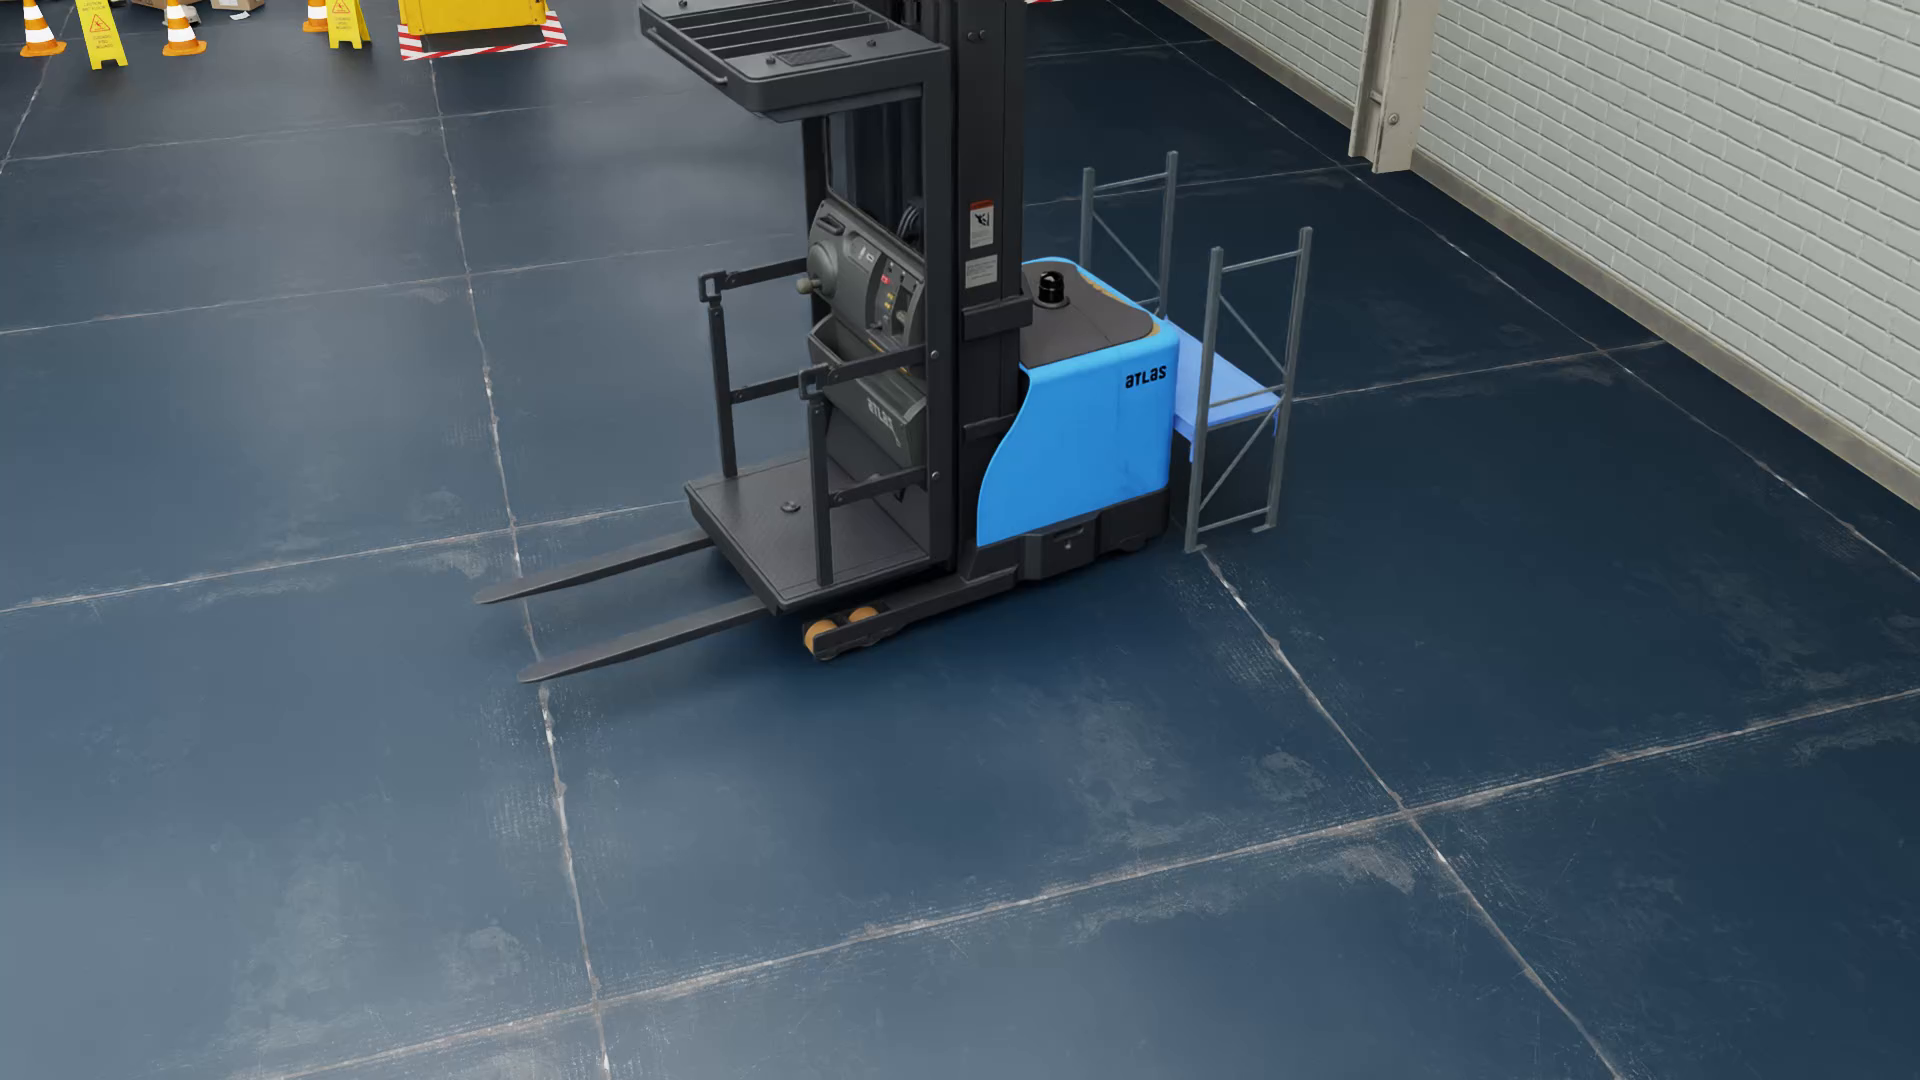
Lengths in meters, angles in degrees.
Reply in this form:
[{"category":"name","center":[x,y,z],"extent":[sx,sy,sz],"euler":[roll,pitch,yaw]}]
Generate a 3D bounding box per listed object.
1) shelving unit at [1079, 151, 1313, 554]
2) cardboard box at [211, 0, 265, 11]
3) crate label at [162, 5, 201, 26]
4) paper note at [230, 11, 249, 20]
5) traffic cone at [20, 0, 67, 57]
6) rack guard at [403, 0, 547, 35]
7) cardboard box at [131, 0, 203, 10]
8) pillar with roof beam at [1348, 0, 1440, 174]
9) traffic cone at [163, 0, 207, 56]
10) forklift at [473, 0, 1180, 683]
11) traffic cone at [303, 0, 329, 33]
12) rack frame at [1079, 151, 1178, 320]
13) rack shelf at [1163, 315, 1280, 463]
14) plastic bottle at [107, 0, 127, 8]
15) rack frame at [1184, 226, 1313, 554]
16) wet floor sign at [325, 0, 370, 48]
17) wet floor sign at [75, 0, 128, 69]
[{"category":"shelving unit","center":[1.027,-0.880,7.721],"extent":[0.538,1.500,1.048],"euler":[-16,37,-23]},{"category":"cardboard box","center":[-6.536,-4.899,15.029],"extent":[0.380,0.149,0.250],"euler":[7,34,10]},{"category":"crate label","center":[-6.824,-4.592,14.575],"extent":[0.298,0.136,0.250],"euler":[27,42,34]},{"category":"paper note","center":[-6.396,-4.663,14.779],"extent":[0.148,0.019,0.142],"euler":[-23,40,-31]},{"category":"traffic cone","center":[-7.705,-4.314,13.859],"extent":[0.336,0.463,0.334],"euler":[-10,35,-15]},{"category":"rack guard","center":[-4.235,-4.737,14.466],"extent":[1.175,0.500,0.348],"euler":[-10,35,-15]},{"category":"cardboard box","center":[-7.159,-5.195,15.156],"extent":[0.637,0.503,0.797],"euler":[19,38,26]},{"category":"pillar with roof beam","center":[-1.110,-5.723,8.248],"extent":[9.100,9.000,0.400],"euler":[-10,35,-15]},{"category":"traffic cone","center":[-6.525,-4.325,13.876],"extent":[0.336,0.463,0.334],"euler":[-10,35,-15]},{"category":"forklift","center":[-0.568,-1.052,6.684],"extent":[3.031,2.935,1.130],"euler":[-17,37,-24]},{"category":"traffic cone","center":[-5.572,-4.691,14.429],"extent":[0.336,0.463,0.334],"euler":[-10,35,-15]},{"category":"rack frame","center":[0.791,-1.128,8.097],"extent":[0.500,1.500,0.032],"euler":[-16,37,-23]},{"category":"rack shelf","center":[1.027,-0.730,7.820],"extent":[0.538,0.185,1.000],"euler":[-16,37,-23]},{"category":"plastic bottle","center":[-7.682,-4.905,15.117],"extent":[0.133,0.061,0.283],"euler":[-23,40,-31]},{"category":"rack frame","center":[1.262,-0.632,7.345],"extent":[0.500,1.500,0.032],"euler":[-16,37,-23]},{"category":"wet floor sign","center":[-5.173,-4.478,13.942],"extent":[0.267,0.644,0.232],"euler":[1,33,2]},{"category":"wet floor sign","center":[-7.001,-4.190,13.506],"extent":[0.267,0.644,0.232],"euler":[-16,37,-23]}]
